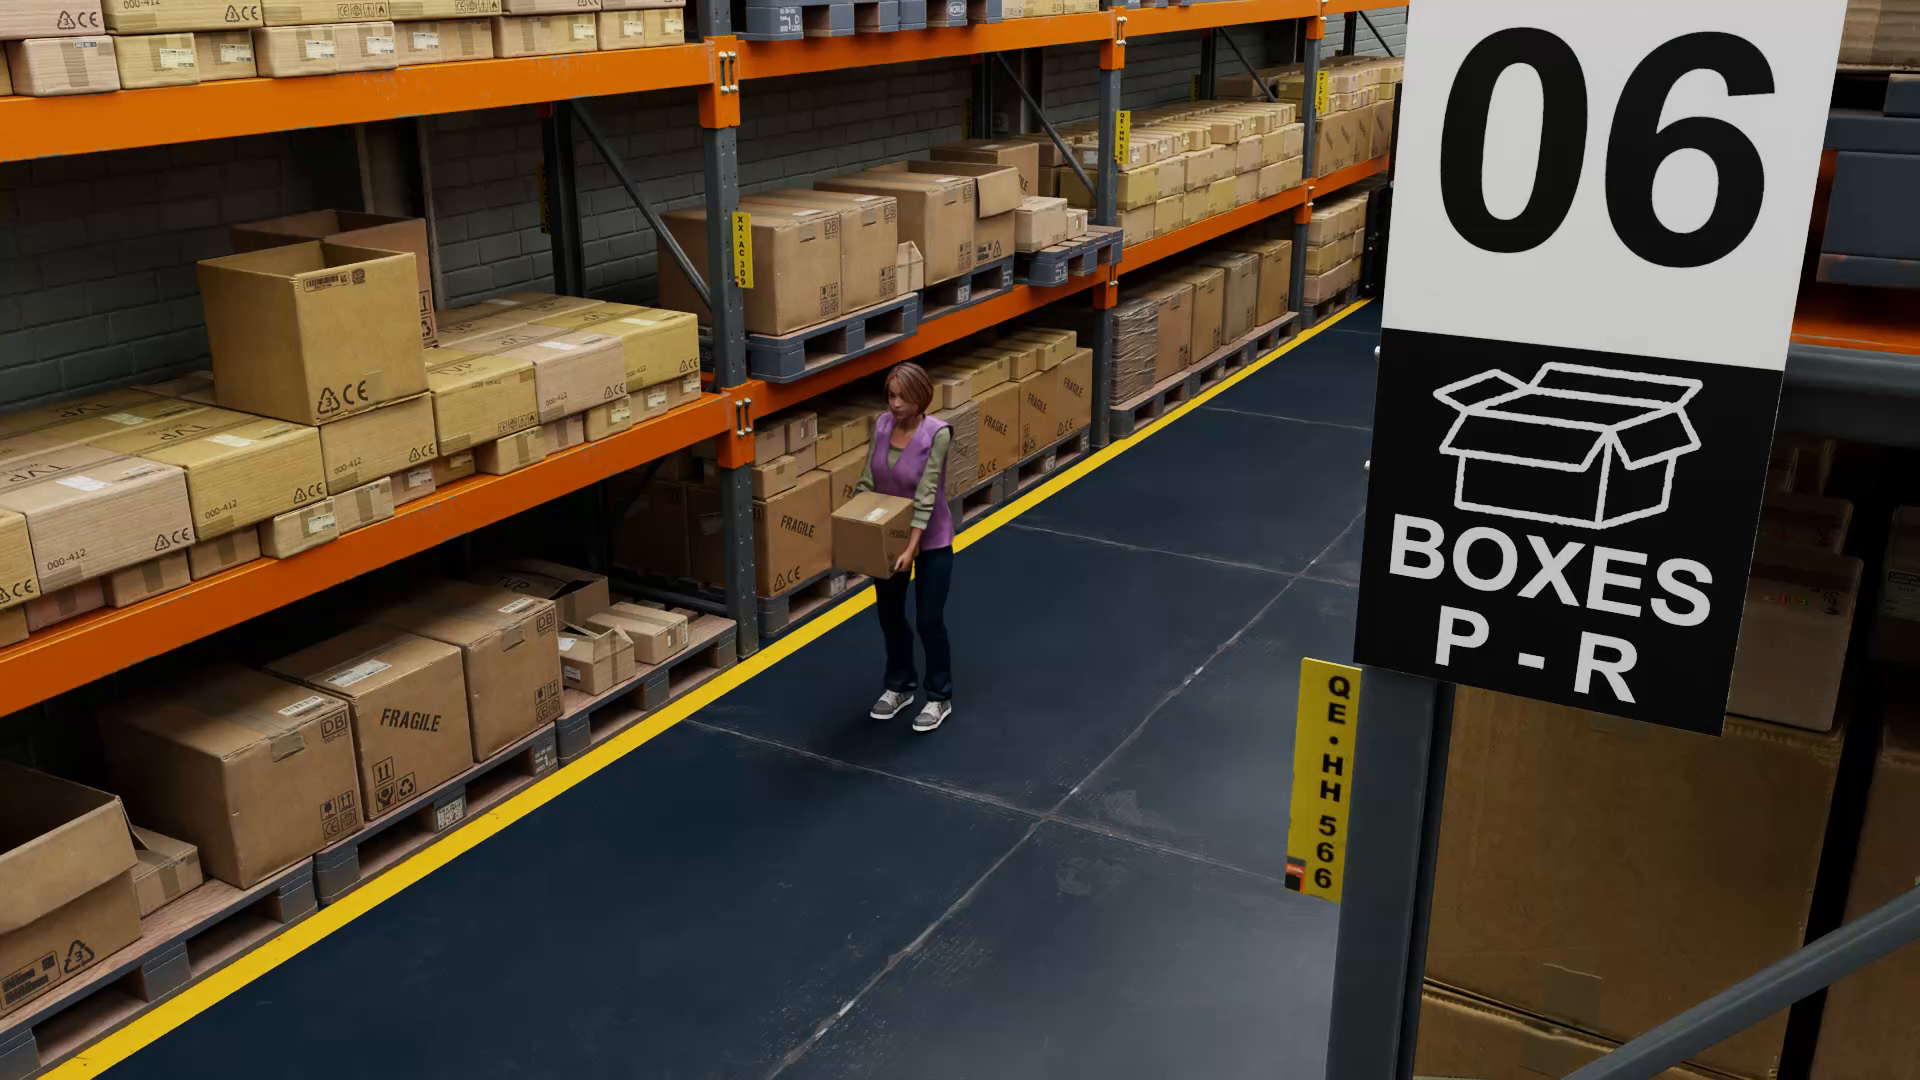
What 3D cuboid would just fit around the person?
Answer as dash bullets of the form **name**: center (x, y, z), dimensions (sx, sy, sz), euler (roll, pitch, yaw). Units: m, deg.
- **person**: center (-0.240, 0.043, 6.977), dimensions (0.375, 1.596, 0.508), euler (11, 23, 29)
